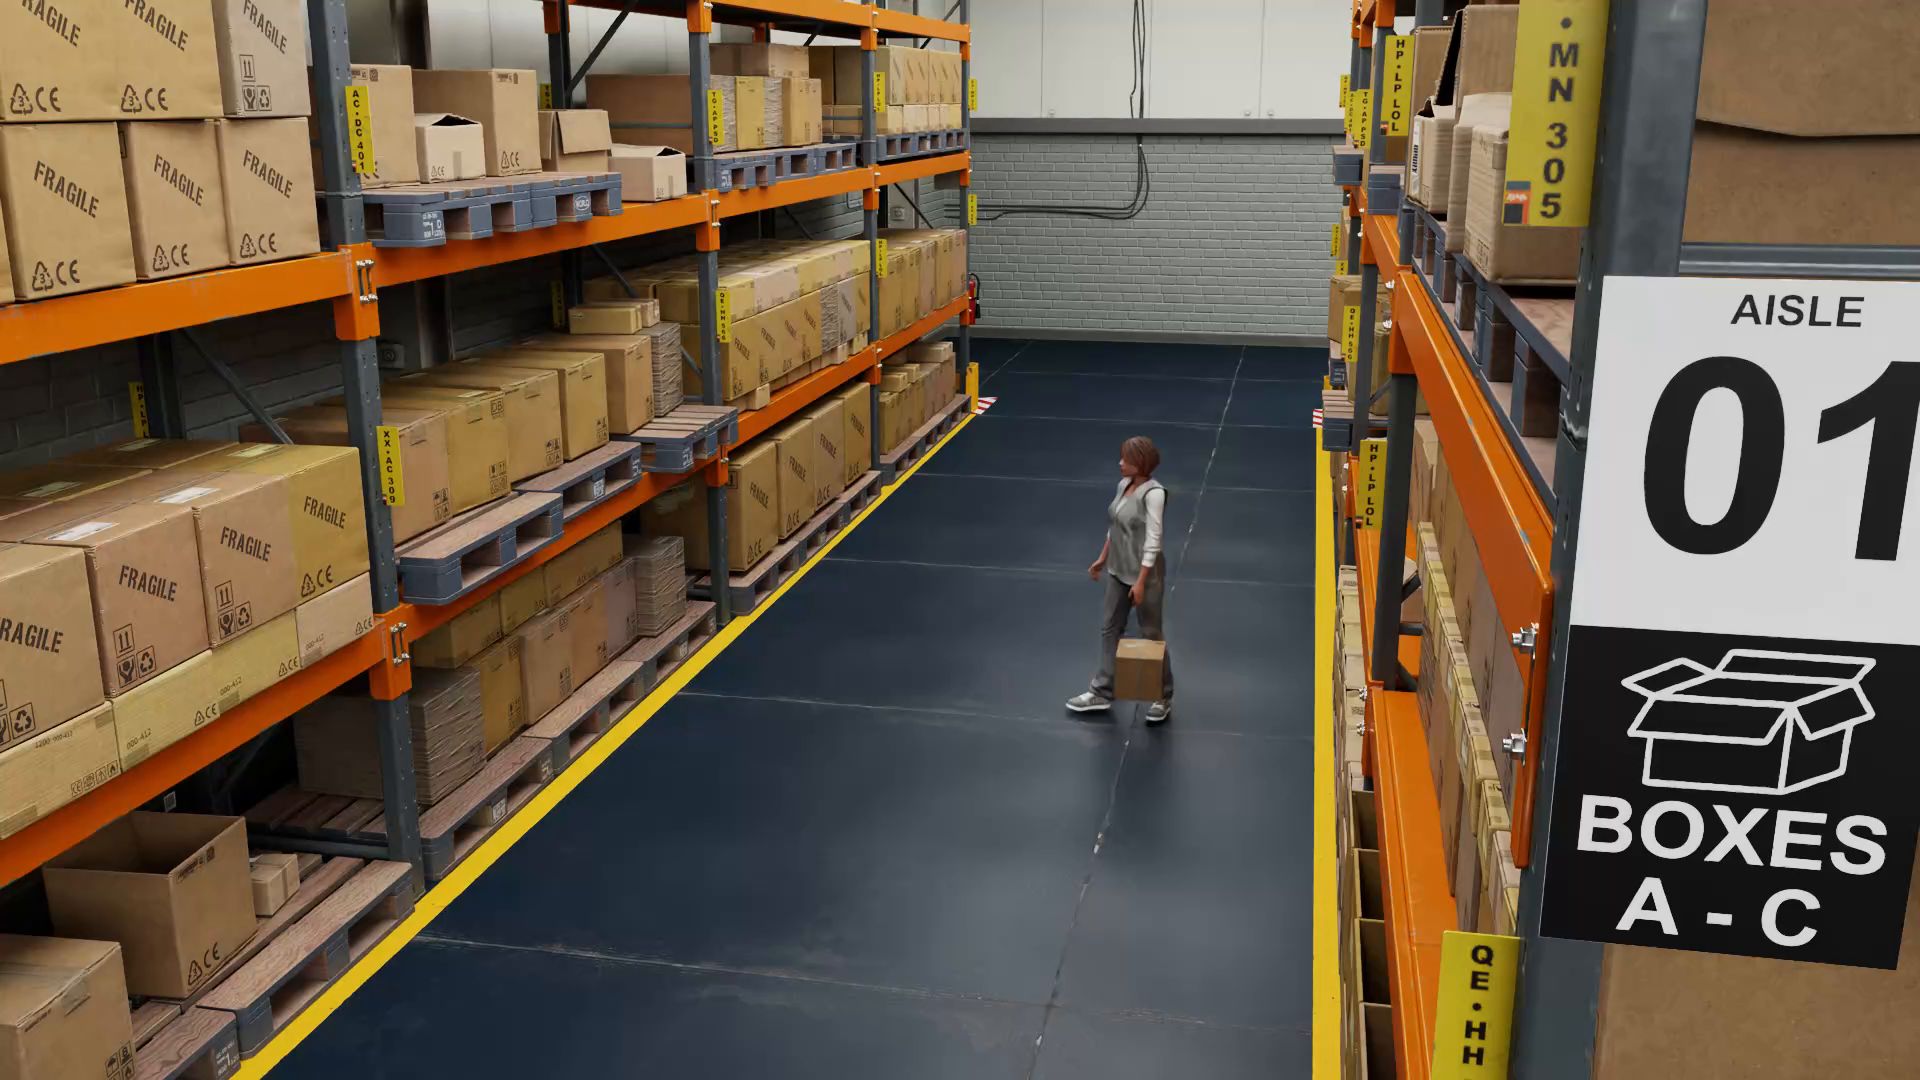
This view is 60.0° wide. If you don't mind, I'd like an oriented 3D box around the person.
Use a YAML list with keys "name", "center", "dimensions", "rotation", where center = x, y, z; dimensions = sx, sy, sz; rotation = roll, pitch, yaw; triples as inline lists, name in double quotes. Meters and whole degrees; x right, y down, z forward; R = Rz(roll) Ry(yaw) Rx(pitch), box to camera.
- name: "person"
  center: [0.911, 0.203, 9.213]
  dimensions: [0.565, 1.590, 0.547]
  rotation: [-7, 16, -25]
